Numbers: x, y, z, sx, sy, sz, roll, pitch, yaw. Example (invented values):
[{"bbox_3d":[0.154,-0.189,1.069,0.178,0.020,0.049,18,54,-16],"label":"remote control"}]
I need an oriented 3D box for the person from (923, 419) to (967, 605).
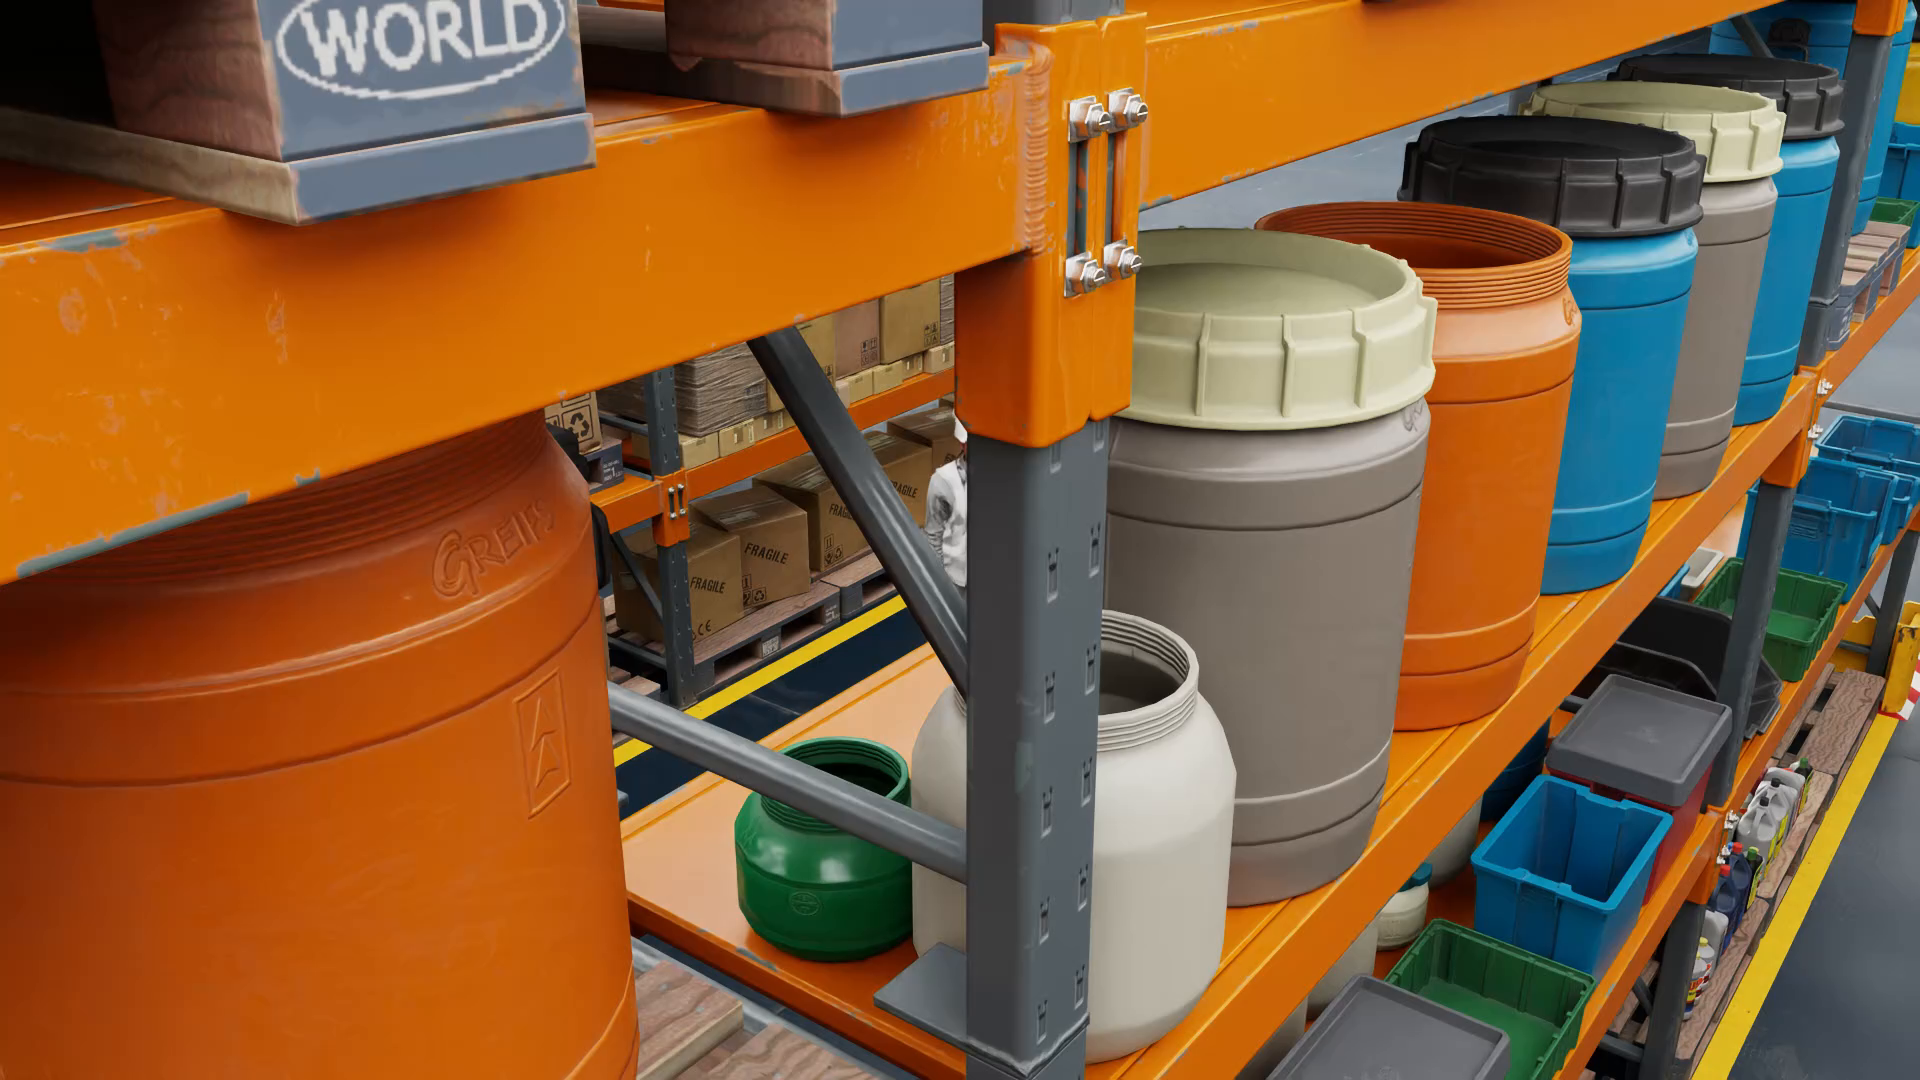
[{"bbox_3d":[0.083,0.152,8.200,0.563,1.778,0.553,-5,24,-12],"label":"person"}]
